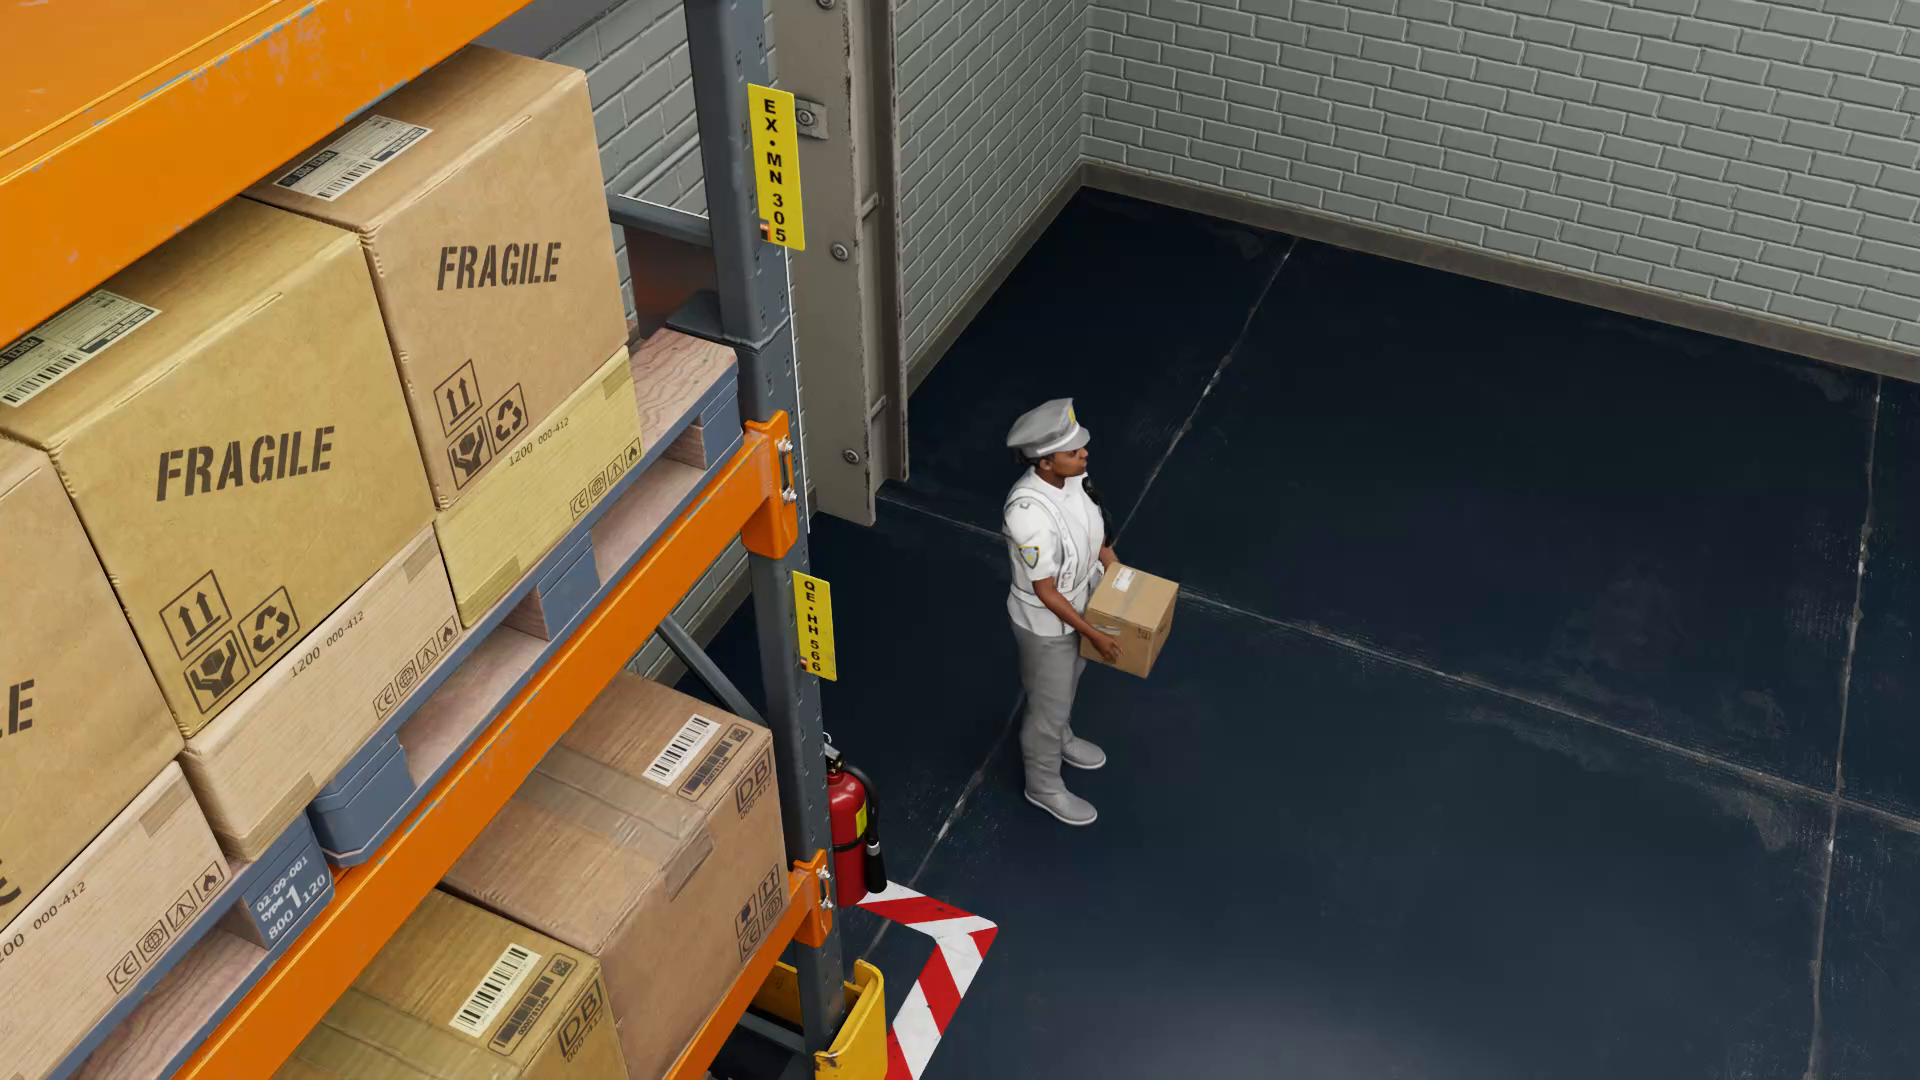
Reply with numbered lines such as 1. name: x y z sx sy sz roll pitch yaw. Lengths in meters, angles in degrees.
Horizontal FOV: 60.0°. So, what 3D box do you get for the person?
1. person: 2.586 4.672 0.885 10.106 1.838 10.708 17 45 18
